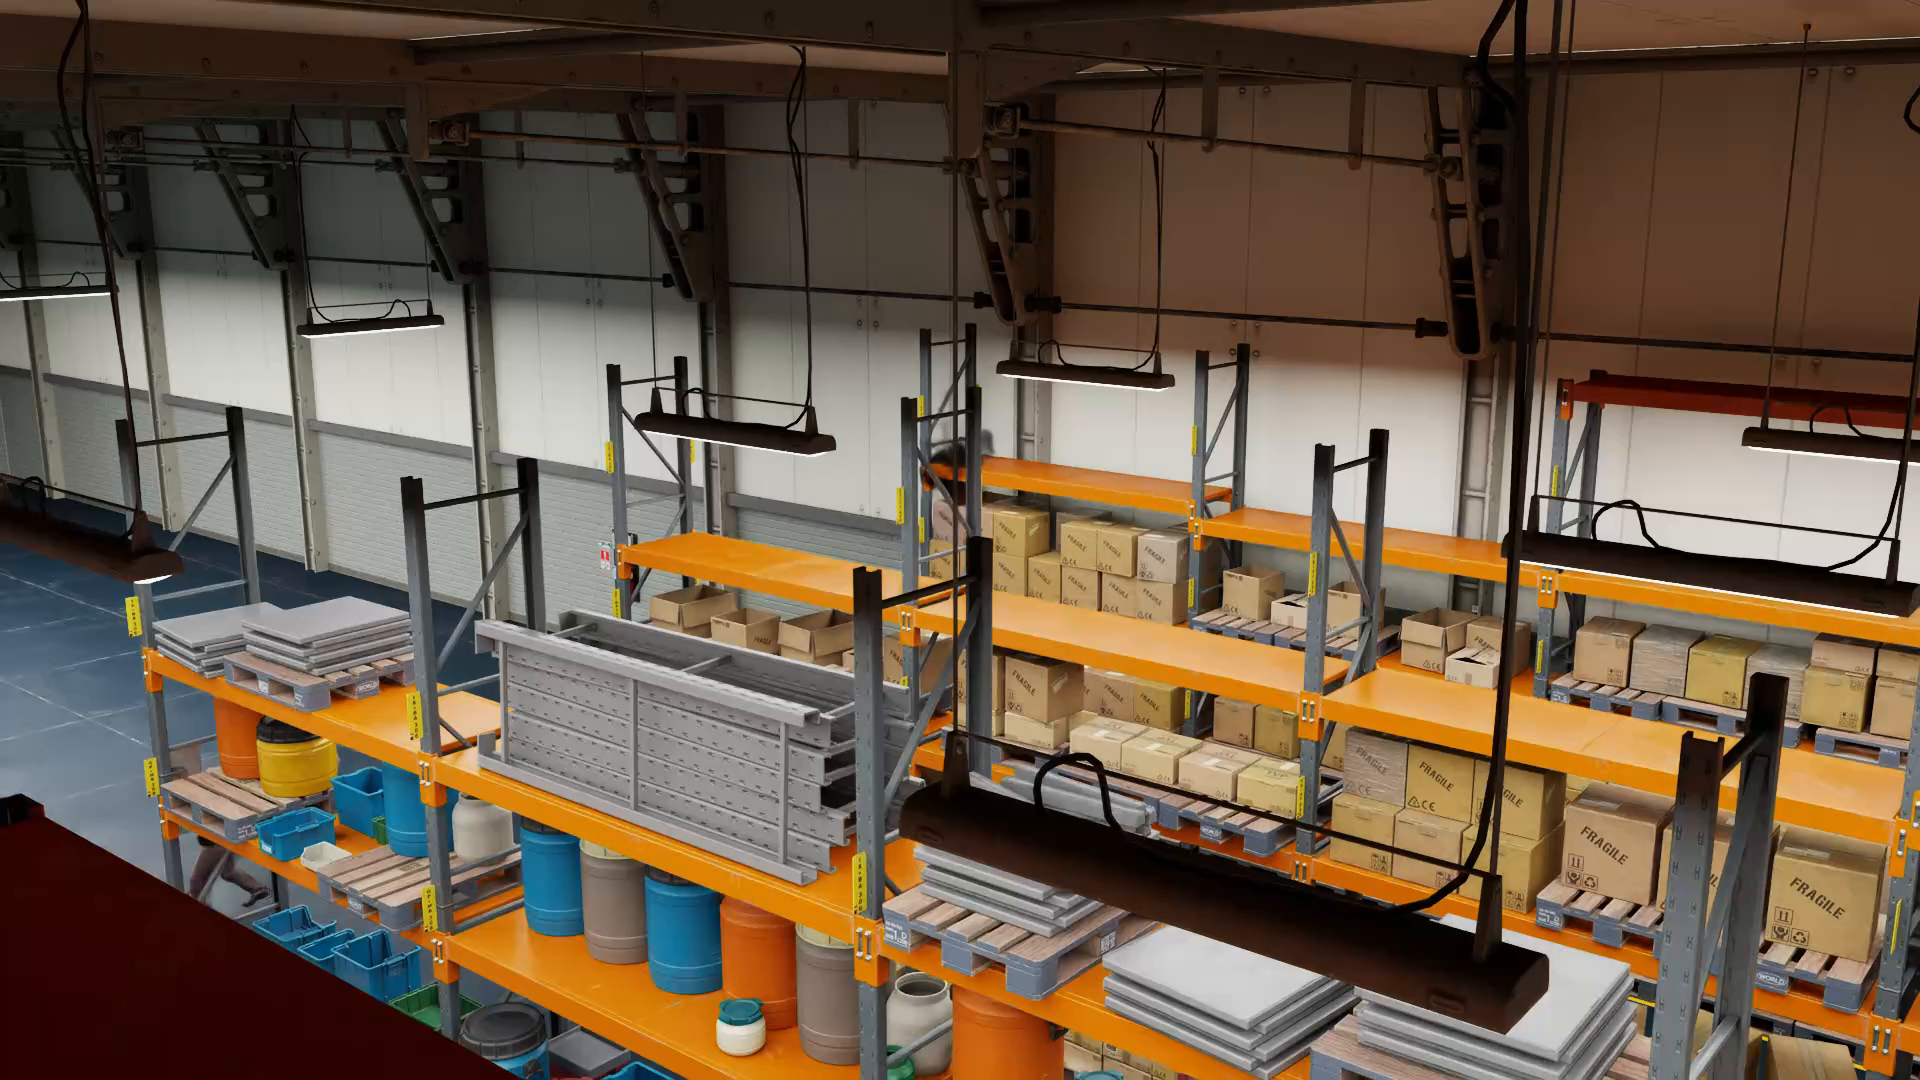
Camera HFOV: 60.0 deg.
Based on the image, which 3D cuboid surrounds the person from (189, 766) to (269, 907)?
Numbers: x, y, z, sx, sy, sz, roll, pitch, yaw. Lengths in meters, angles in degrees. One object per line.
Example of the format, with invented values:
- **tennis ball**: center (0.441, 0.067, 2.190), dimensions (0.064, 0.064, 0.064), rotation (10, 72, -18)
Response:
- **person**: center (-8.006, 3.270, 17.854), dimensions (0.962, 1.722, 0.663), rotation (-4, 13, -19)
